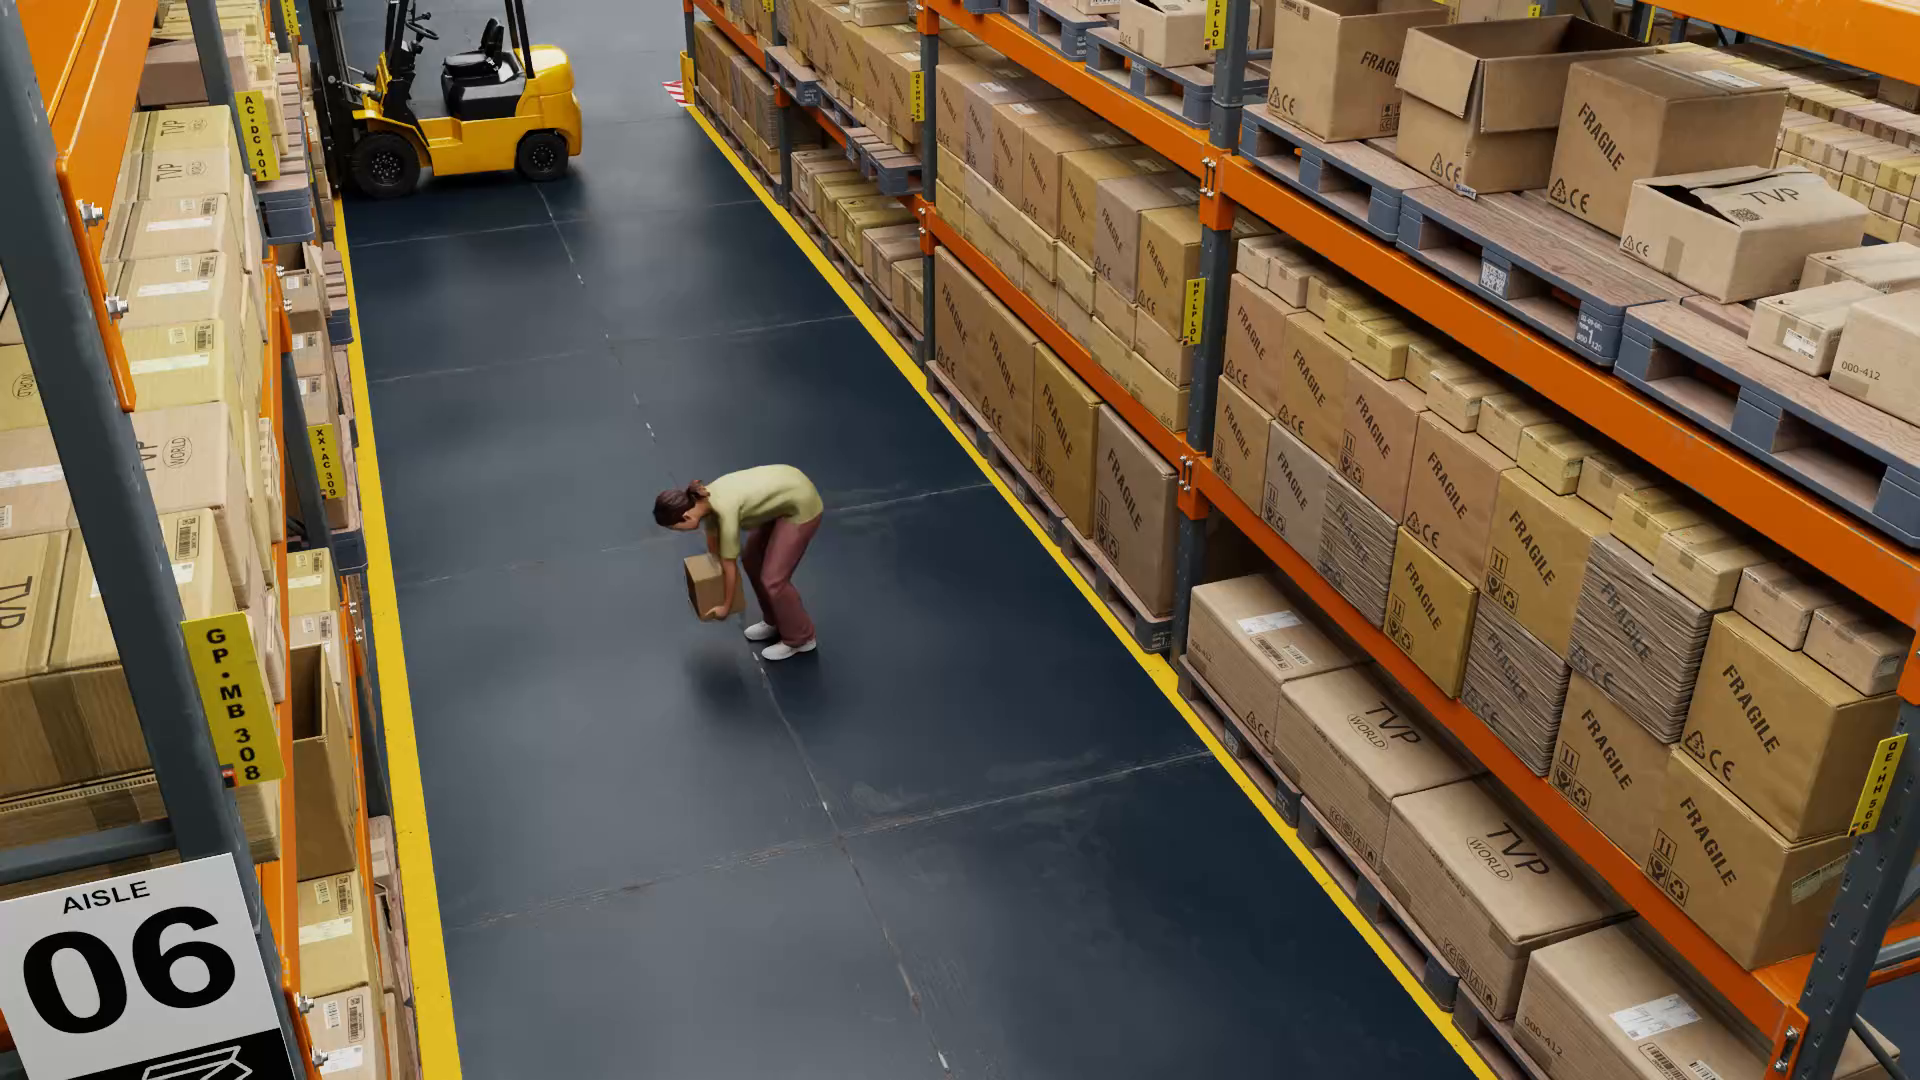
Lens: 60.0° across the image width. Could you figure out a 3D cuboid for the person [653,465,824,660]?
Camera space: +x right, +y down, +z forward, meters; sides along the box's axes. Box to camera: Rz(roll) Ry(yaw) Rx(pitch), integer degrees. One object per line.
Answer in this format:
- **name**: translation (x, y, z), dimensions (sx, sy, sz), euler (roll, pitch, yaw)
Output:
- **person**: translation (-1.140, 0.125, 8.718), dimensions (0.872, 1.084, 0.423), euler (-12, 32, -19)
